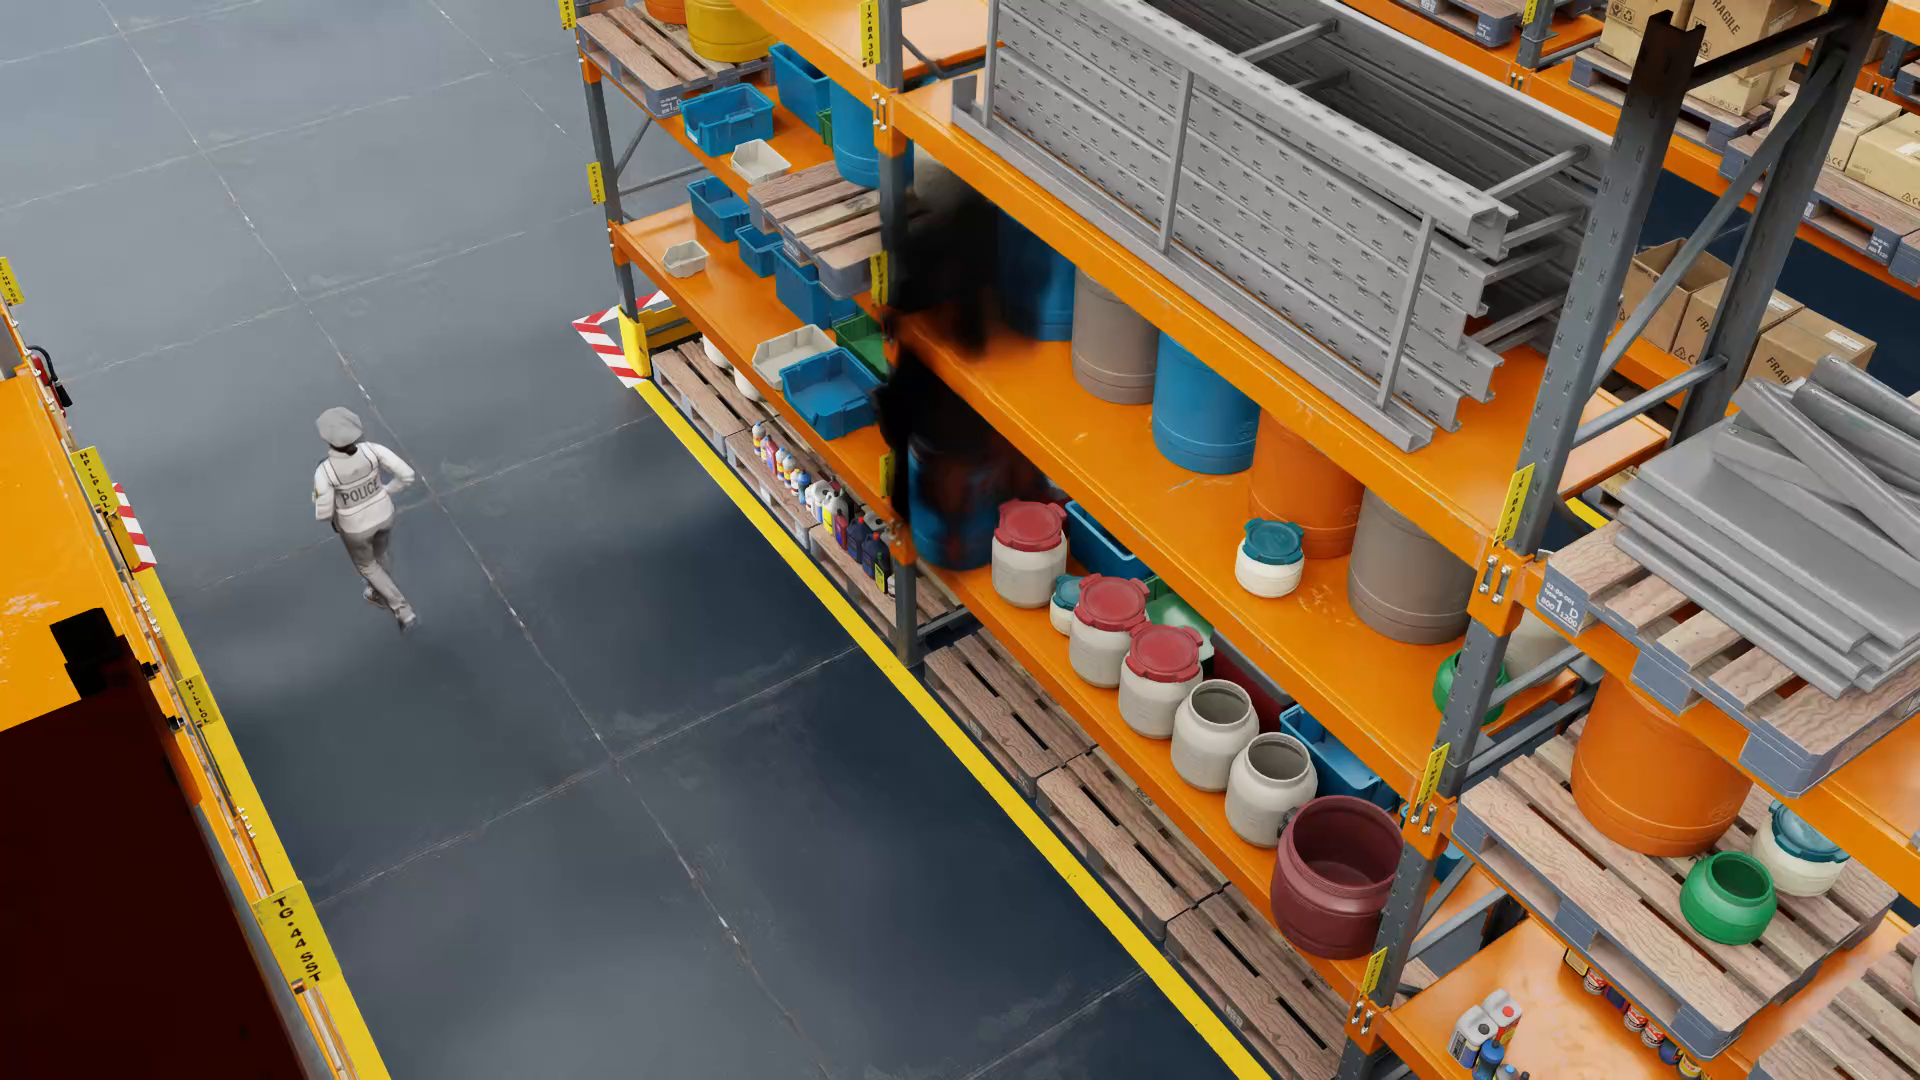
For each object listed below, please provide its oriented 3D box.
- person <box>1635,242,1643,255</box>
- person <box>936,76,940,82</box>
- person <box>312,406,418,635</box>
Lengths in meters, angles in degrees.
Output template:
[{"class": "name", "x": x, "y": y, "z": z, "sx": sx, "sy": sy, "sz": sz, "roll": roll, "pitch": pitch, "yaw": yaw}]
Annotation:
[{"class": "person", "x": 5.512, "y": -2.852, "z": 13.678, "sx": 0.857, "sy": 1.574, "sz": 0.545, "roll": 33, "pitch": 52, "yaw": 31}, {"class": "person", "x": -0.667, "y": -4.871, "z": 15.817, "sx": 0.971, "sy": 1.684, "sz": 0.583, "roll": 3, "pitch": 43, "yaw": 3}, {"class": "person", "x": -3.656, "y": -0.122, "z": 10.249, "sx": 0.695, "sy": 1.705, "sz": 0.618, "roll": 33, "pitch": 52, "yaw": 31}]
